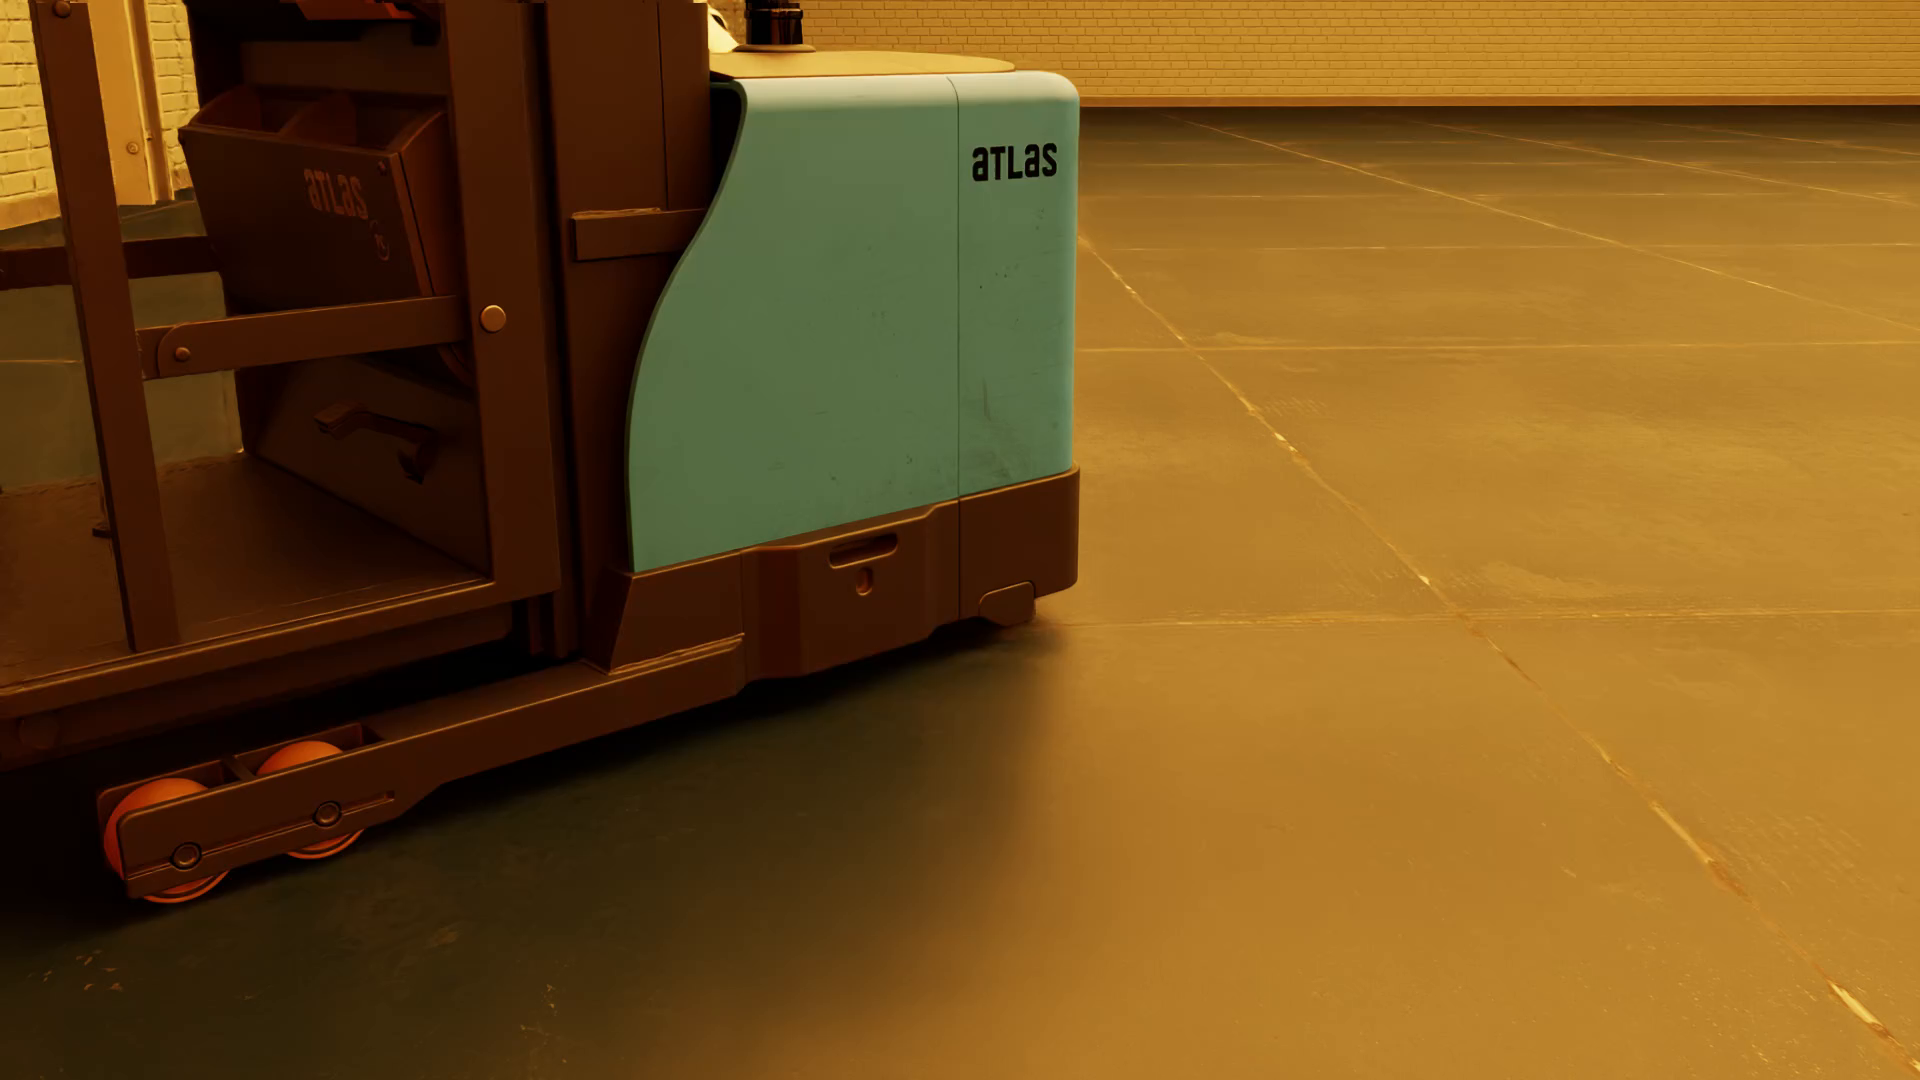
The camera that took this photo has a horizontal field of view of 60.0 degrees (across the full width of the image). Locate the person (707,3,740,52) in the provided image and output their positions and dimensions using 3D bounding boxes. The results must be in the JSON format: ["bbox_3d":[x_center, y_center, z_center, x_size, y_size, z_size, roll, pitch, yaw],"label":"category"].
[{"bbox_3d":[-0.729,-0.886,4.341,0.907,1.526,0.650,2,17,6],"label":"person"}]

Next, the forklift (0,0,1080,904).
[{"bbox_3d":[-1.202,-1.075,2.423,3.031,2.935,1.130,-14,22,-39],"label":"forklift"}]
